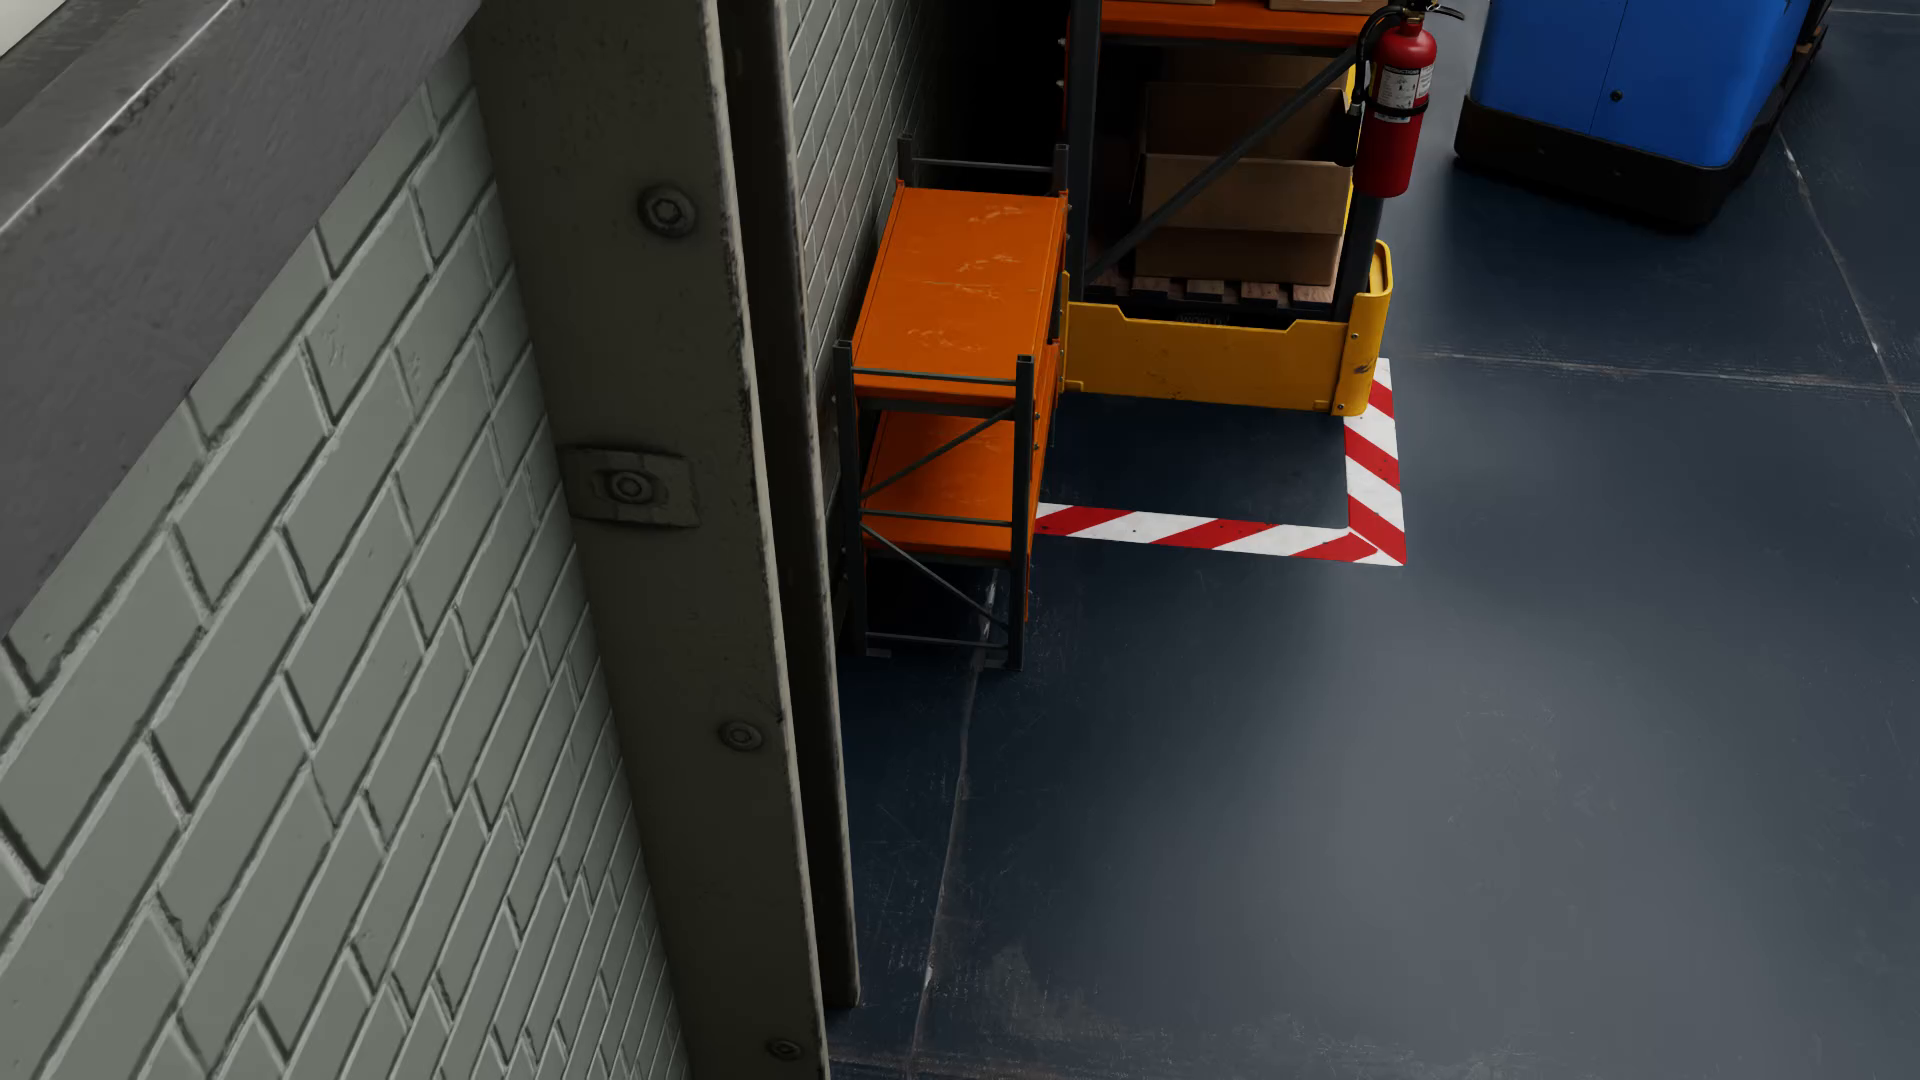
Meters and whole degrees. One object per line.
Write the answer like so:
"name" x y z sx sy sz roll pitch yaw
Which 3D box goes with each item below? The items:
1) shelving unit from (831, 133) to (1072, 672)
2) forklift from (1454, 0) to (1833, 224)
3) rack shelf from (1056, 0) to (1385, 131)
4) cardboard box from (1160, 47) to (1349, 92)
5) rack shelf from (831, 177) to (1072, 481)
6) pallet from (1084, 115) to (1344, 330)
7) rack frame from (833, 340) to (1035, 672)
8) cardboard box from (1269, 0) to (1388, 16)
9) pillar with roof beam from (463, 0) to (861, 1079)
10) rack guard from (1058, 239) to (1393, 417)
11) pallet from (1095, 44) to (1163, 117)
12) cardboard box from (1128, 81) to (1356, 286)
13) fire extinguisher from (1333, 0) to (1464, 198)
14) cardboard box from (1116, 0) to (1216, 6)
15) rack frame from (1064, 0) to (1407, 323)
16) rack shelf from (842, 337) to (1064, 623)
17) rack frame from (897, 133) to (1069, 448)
"shelving unit" 0.000 -0.404 4.859 0.538 1.125 1.048 5 44 5
"forklift" 3.254 -3.278 6.580 1.130 2.935 3.031 24 48 23
"rack shelf" 1.092 -2.726 6.471 1.077 0.370 4.000 5 44 6
"cardboard box" 1.154 -1.856 6.542 0.700 0.500 0.500 7 44 7
"rack shelf" 0.000 -0.617 4.657 0.538 0.278 1.000 5 44 5
"pallet" 0.942 -1.207 6.371 1.003 0.211 1.213 5 44 6
"rack frame" -0.066 -0.058 4.493 0.500 1.125 0.032 5 44 5
"cardboard box" 1.143 -1.732 5.080 0.380 0.149 0.250 5 44 5
"pillar with roof beam" 3.845 -1.656 0.454 9.100 9.000 0.400 5 44 6
"rack guard" 0.837 -0.768 5.698 1.175 0.500 0.348 5 44 6
"pallet" 1.106 -2.036 7.247 1.003 0.211 1.213 5 44 6
"cardboard box" 1.002 -1.279 5.929 0.797 0.503 0.637 4 44 4
"fire extinguisher" 1.266 -1.319 4.788 0.296 0.674 0.183 5 44 6
"cardboard box" 0.605 -1.783 5.135 0.380 0.149 0.250 5 44 5
"rack frame" 0.827 -1.624 4.784 1.000 3.000 0.127 5 44 6
"rack shelf" 0.001 -0.227 5.027 0.538 0.278 1.000 5 44 5
"rack frame" 0.067 -0.751 5.225 0.500 1.125 0.032 5 44 5
